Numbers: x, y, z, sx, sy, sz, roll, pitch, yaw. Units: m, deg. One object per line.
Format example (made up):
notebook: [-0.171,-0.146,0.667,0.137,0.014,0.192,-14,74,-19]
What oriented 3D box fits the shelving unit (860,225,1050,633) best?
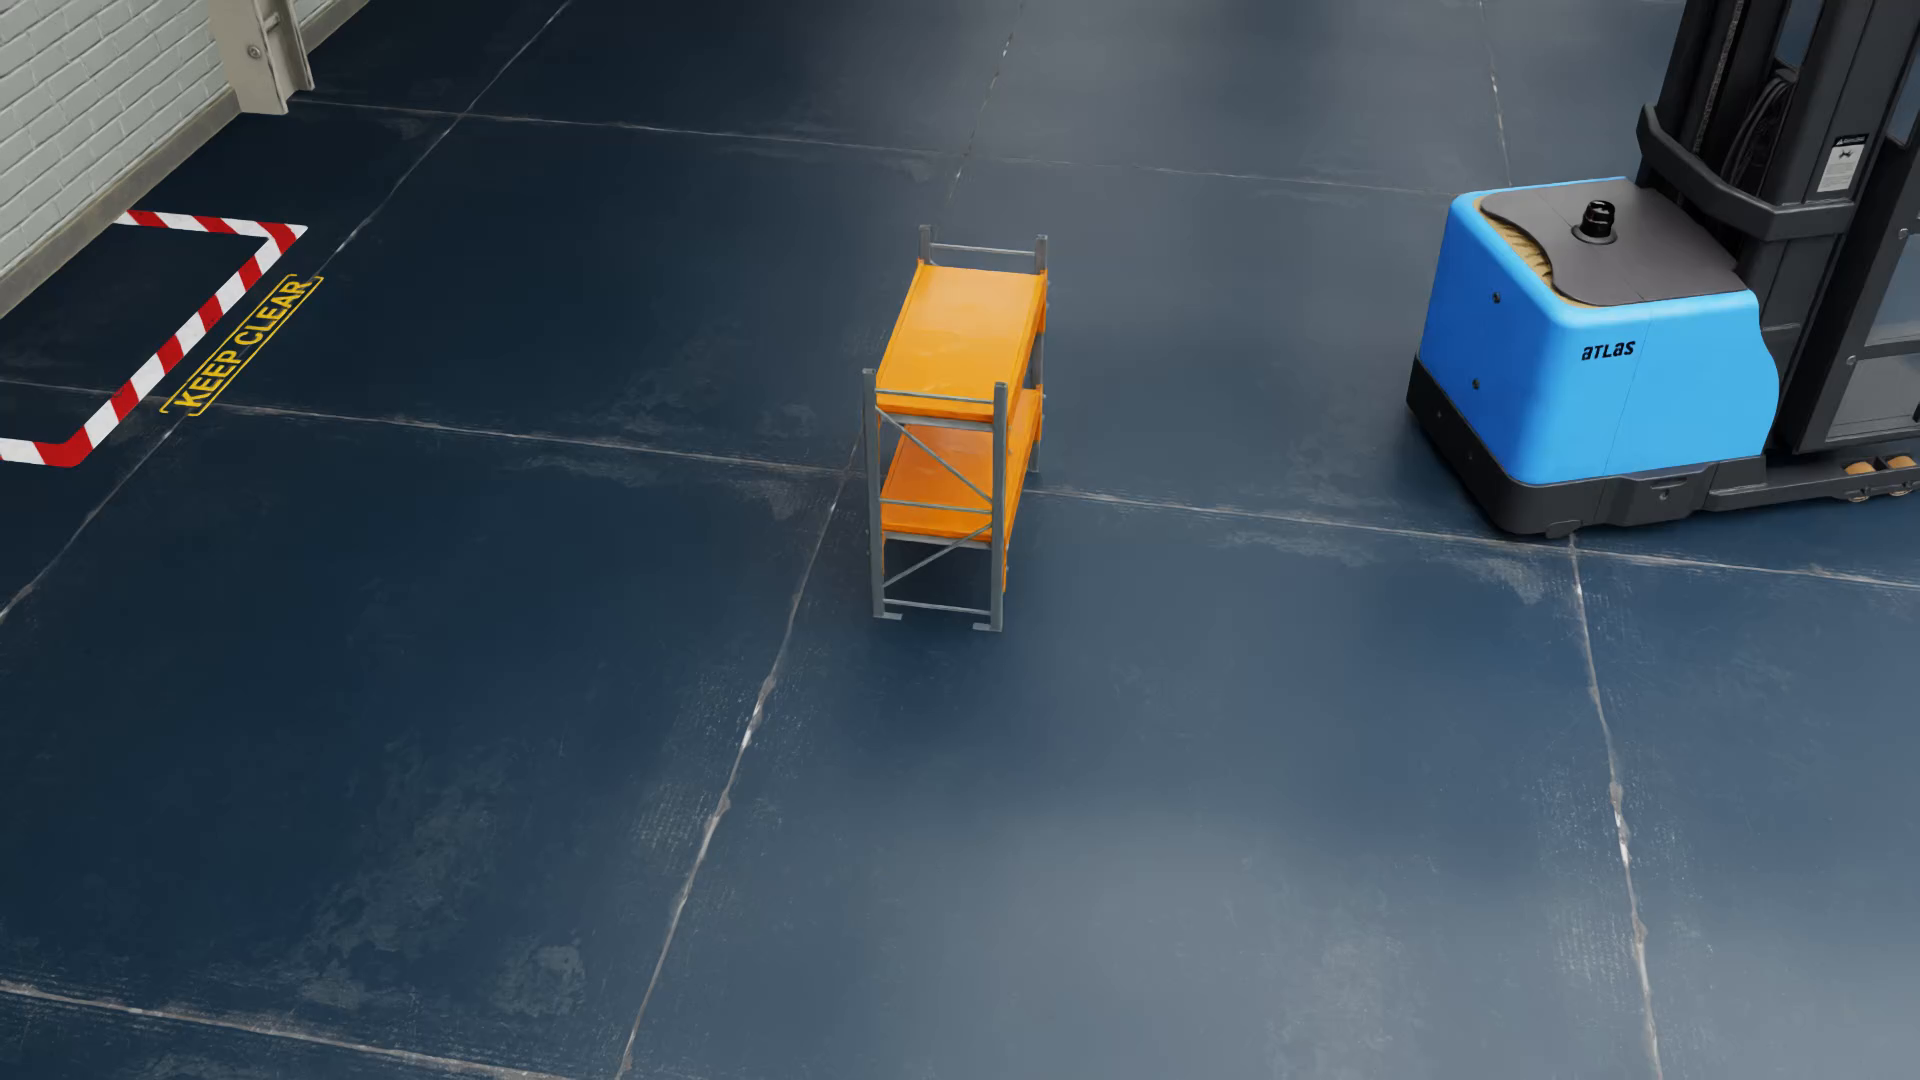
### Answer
shelving unit: [0.001,-0.438,6.397,0.538,1.125,1.048,6,40,8]

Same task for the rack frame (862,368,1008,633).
rack frame: [-0.087,-0.119,6.011,0.500,1.125,0.032,6,40,8]

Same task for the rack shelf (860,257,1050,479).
rack shelf: [0.001,-0.663,6.210,0.538,0.278,1.000,6,40,8]

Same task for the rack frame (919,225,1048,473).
rack frame: [0.089,-0.757,6.783,0.500,1.125,0.032,6,40,8]

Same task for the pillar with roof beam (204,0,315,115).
pillar with roof beam: [0.153,-5.631,6.498,9.100,9.000,0.400,6,40,8]

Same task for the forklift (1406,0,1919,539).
forklift: [3.551,-1.611,6.399,3.031,2.935,1.130,-8,40,-9]

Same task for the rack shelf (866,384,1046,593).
rack shelf: [0.001,-0.249,6.553,0.538,0.278,1.000,6,40,8]
